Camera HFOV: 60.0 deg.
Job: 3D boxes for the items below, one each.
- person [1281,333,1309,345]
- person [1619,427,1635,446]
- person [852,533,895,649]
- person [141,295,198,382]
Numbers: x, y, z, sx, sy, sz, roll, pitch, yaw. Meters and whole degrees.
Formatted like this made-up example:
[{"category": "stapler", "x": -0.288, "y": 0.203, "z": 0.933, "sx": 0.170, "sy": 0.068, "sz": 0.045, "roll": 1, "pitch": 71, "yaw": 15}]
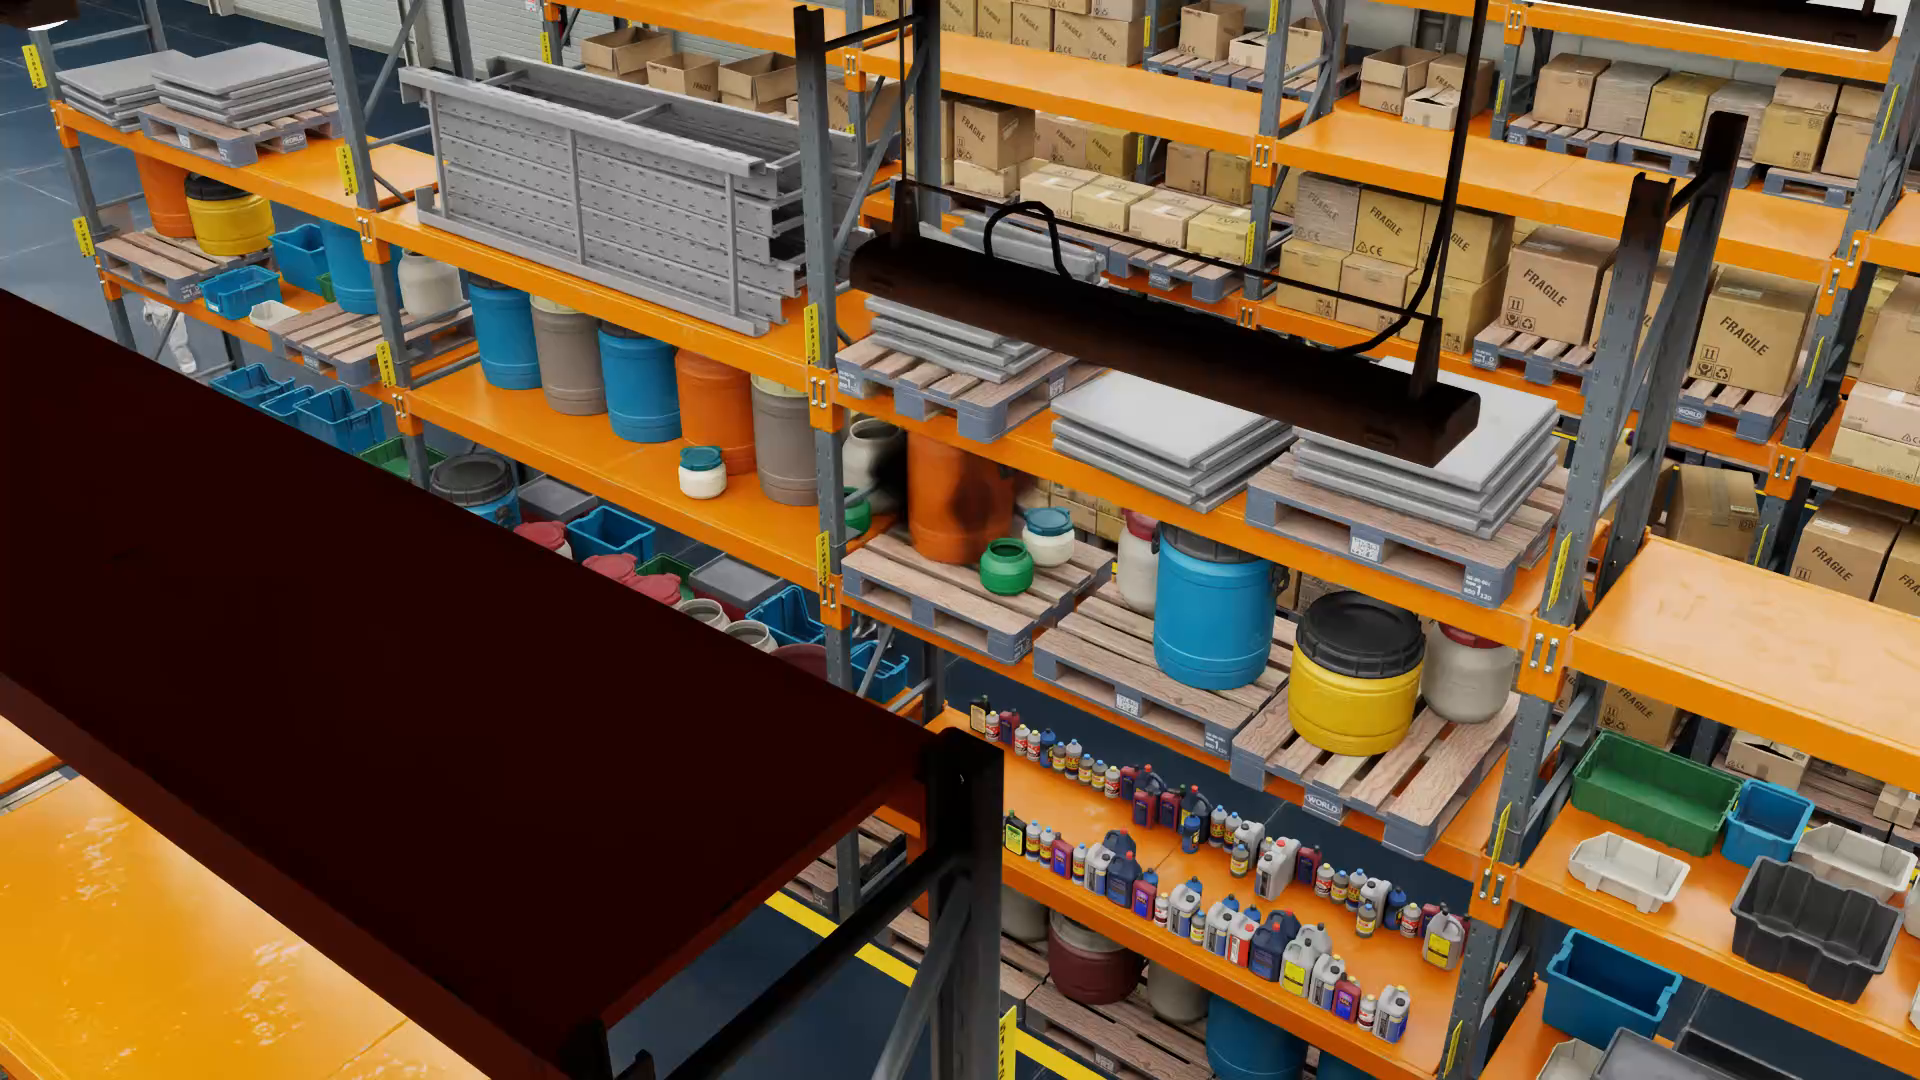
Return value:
[{"category": "person", "x": 3.131, "y": -1.405, "z": 16.000, "sx": 0.608, "sy": 1.657, "sz": 0.499, "roll": -8, "pitch": 32, "yaw": -12}, {"category": "person", "x": 5.743, "y": -0.625, "z": 14.644, "sx": 0.958, "sy": 1.732, "sz": 0.498, "roll": 18, "pitch": 36, "yaw": 27}, {"category": "person", "x": -0.698, "y": 0.199, "z": 13.472, "sx": 0.346, "sy": 1.649, "sz": 0.485, "roll": -19, "pitch": 36, "yaw": -28}, {"category": "person", "x": -8.379, "y": -2.373, "z": 17.466, "sx": 0.582, "sy": 1.794, "sz": 0.421, "roll": 19, "pitch": 36, "yaw": 27}]
